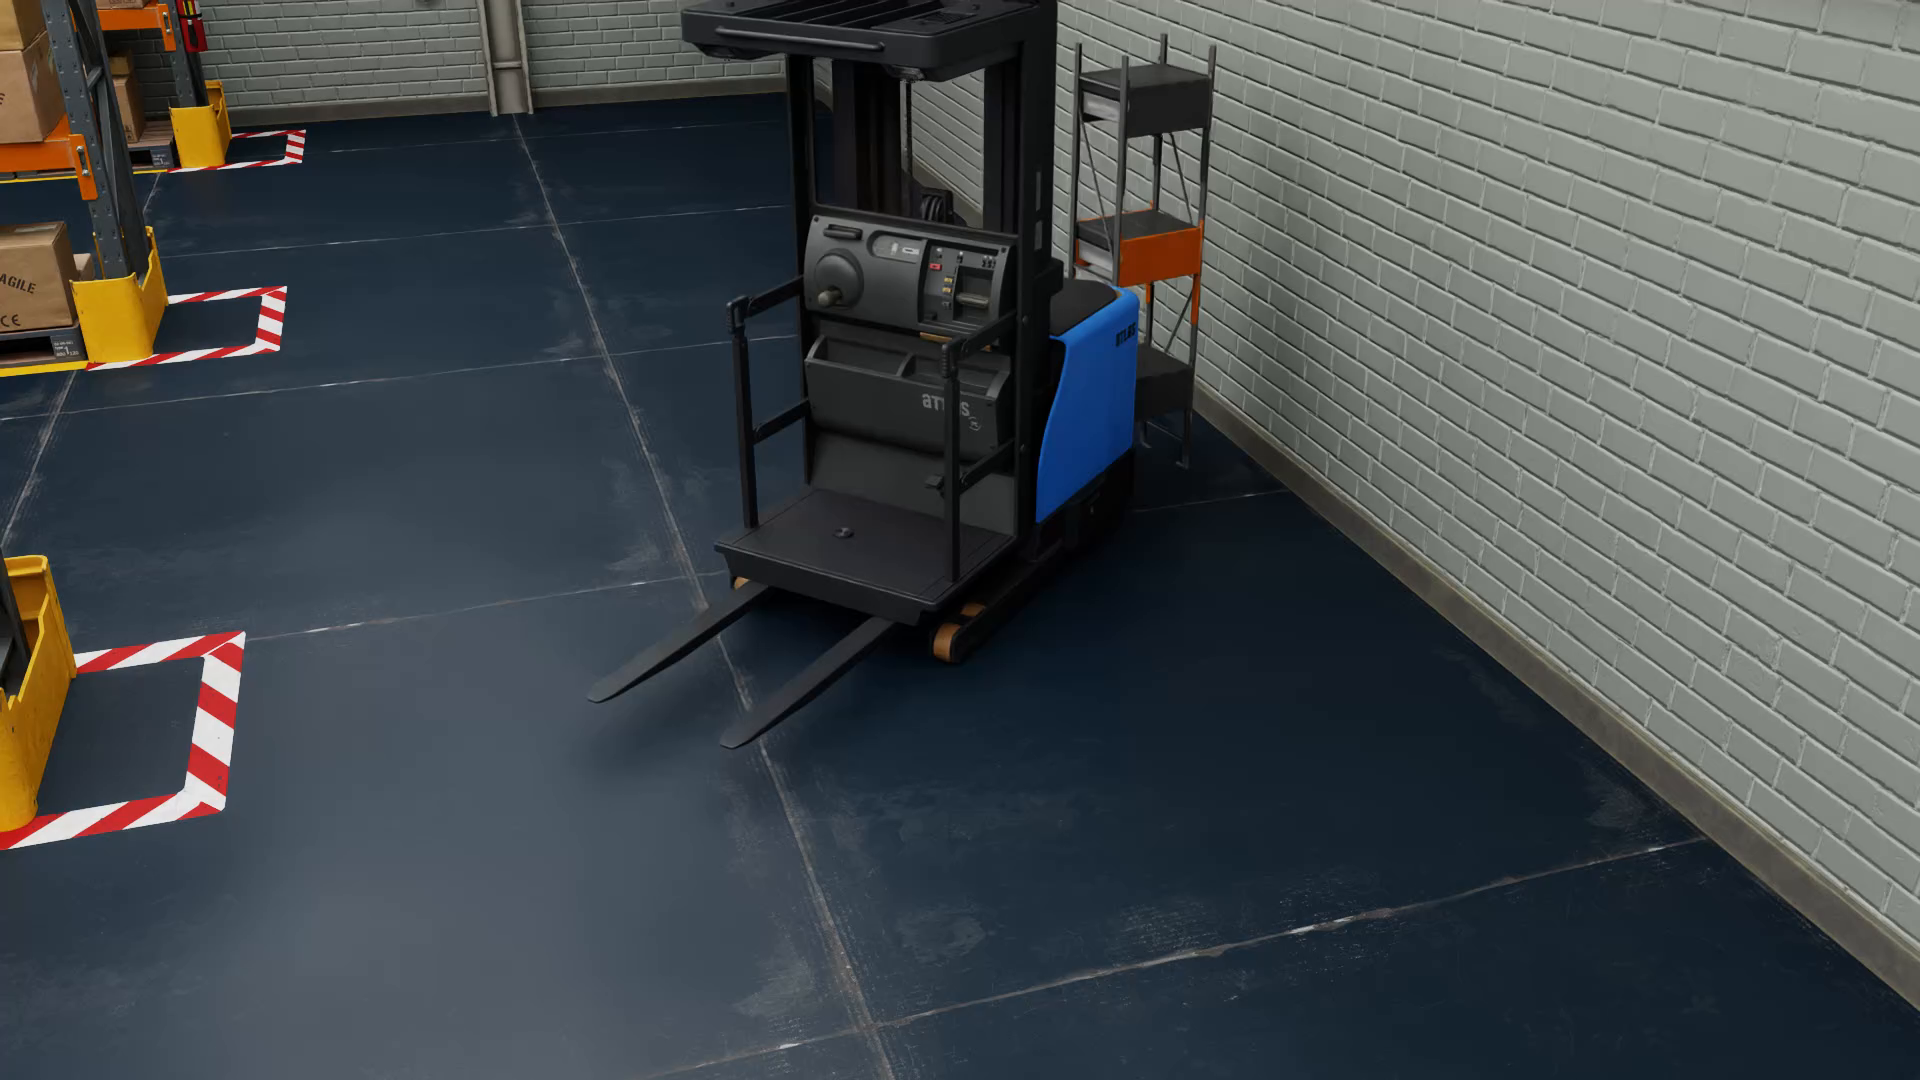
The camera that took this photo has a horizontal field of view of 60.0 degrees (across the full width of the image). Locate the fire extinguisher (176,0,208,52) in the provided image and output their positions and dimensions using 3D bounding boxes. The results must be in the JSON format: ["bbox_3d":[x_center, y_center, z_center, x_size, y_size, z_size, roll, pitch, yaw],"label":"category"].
[{"bbox_3d":[-6.354,-4.378,13.701,0.183,0.674,0.296,-8,28,-16],"label":"fire extinguisher"}]

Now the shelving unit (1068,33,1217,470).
[{"bbox_3d":[0.847,-1.321,8.050,0.503,2.100,0.431,-15,30,-27],"label":"shelving unit"}]

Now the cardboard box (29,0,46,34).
[{"bbox_3d":[-5.606,-3.203,9.591,0.500,0.500,0.500,-7,27,-15],"label":"cardboard box"}]

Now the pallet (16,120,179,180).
[{"bbox_3d":[-7.376,-3.362,14.284,1.213,0.211,1.003,-8,28,-16],"label":"pallet"}]

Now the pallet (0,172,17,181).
[{"bbox_3d":[-8.534,-3.195,13.949,1.213,0.211,1.003,-8,28,-16],"label":"pallet"}]

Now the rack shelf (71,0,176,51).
[{"bbox_3d":[-8.542,-4.156,13.558,4.000,0.370,1.077,-8,28,-16],"label":"rack shelf"}]

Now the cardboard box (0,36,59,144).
[{"bbox_3d":[-5.444,-2.528,9.356,0.500,0.500,0.500,-7,27,-15],"label":"cardboard box"}]

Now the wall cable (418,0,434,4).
[{"bbox_3d":[-5.716,-5.785,14.887,1.851,1.984,0.084,-8,28,-16],"label":"wall cable"}]

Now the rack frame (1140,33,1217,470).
[{"bbox_3d":[1.057,-1.377,8.162,0.015,2.100,0.400,-15,30,-27],"label":"rack frame"}]

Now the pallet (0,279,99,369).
[{"bbox_3d":[-5.933,-1.290,10.112,1.213,0.211,1.003,-8,28,-16],"label":"pallet"}]

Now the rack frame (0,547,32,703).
[{"bbox_3d":[-3.572,-0.565,5.515,0.127,3.000,1.000,-8,28,-16],"label":"rack frame"}]

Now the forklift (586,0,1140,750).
[{"bbox_3d":[-0.328,-1.044,6.557,1.130,2.935,3.031,14,30,26],"label":"forklift"}]

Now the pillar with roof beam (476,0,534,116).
[{"bbox_3d":[-3.008,-6.358,10.437,0.400,9.000,9.100,-8,28,-16],"label":"pillar with roof beam"}]

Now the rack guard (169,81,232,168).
[{"bbox_3d":[-6.617,-3.638,14.515,0.348,0.500,1.175,-8,28,-16],"label":"rack guard"}]

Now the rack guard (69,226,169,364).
[{"bbox_3d":[-5.175,-1.530,10.269,0.348,0.500,1.175,-8,28,-16],"label":"rack guard"}]

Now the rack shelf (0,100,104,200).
[{"bbox_3d":[-7.004,-2.062,9.340,4.000,0.370,1.077,-8,28,-16],"label":"rack shelf"}]

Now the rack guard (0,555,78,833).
[{"bbox_3d":[-3.553,0.546,6.088,0.348,0.500,1.175,-8,28,-16],"label":"rack guard"}]

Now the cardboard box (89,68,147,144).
[{"bbox_3d":[-7.275,-3.684,14.135,0.500,0.500,0.700,-8,28,-16],"label":"cardboard box"}]

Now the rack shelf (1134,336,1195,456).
[{"bbox_3d":[0.847,-0.682,8.368,0.480,0.518,0.431,-15,30,-27],"label":"rack shelf"}]

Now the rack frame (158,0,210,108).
[{"bbox_3d":[-6.640,-4.754,13.952,0.127,3.000,1.000,-8,28,-16],"label":"rack frame"}]

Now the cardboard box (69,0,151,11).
[{"bbox_3d":[-7.122,-4.814,13.736,0.700,0.700,0.980,-7,27,-14],"label":"cardboard box"}]

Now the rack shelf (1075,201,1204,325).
[{"bbox_3d":[0.847,-1.309,8.056,0.480,0.518,0.431,-15,30,-27],"label":"rack shelf"}]

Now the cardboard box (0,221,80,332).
[{"bbox_3d":[-5.543,-1.558,9.832,0.500,0.500,0.500,-8,28,-16],"label":"cardboard box"}]

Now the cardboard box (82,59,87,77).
[{"bbox_3d":[-7.340,-3.879,13.800,0.250,0.149,0.380,-9,28,-17],"label":"cardboard box"}]

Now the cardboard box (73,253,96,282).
[{"bbox_3d":[-5.607,-1.668,10.447,0.250,0.149,0.380,-8,28,-16],"label":"cardboard box"}]

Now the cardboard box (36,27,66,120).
[{"bbox_3d":[-5.606,-2.755,9.814,0.500,0.500,0.500,-8,27,-15],"label":"cardboard box"}]

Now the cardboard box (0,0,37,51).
[{"bbox_3d":[-5.441,-2.975,9.132,0.500,0.500,0.500,-8,28,-17],"label":"cardboard box"}]

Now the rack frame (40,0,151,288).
[{"bbox_3d":[-5.103,-2.660,9.734,0.127,3.000,1.000,-8,28,-16],"label":"rack frame"}]

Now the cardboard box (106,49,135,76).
[{"bbox_3d":[-7.218,-4.076,14.196,0.250,0.149,0.380,-8,28,-16],"label":"cardboard box"}]

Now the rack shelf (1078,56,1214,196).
[{"bbox_3d":[0.847,-1.936,7.745,0.480,0.518,0.431,-15,30,-27],"label":"rack shelf"}]

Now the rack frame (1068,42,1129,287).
[{"bbox_3d":[0.637,-1.266,7.939,0.015,2.100,0.400,-15,30,-27],"label":"rack frame"}]
